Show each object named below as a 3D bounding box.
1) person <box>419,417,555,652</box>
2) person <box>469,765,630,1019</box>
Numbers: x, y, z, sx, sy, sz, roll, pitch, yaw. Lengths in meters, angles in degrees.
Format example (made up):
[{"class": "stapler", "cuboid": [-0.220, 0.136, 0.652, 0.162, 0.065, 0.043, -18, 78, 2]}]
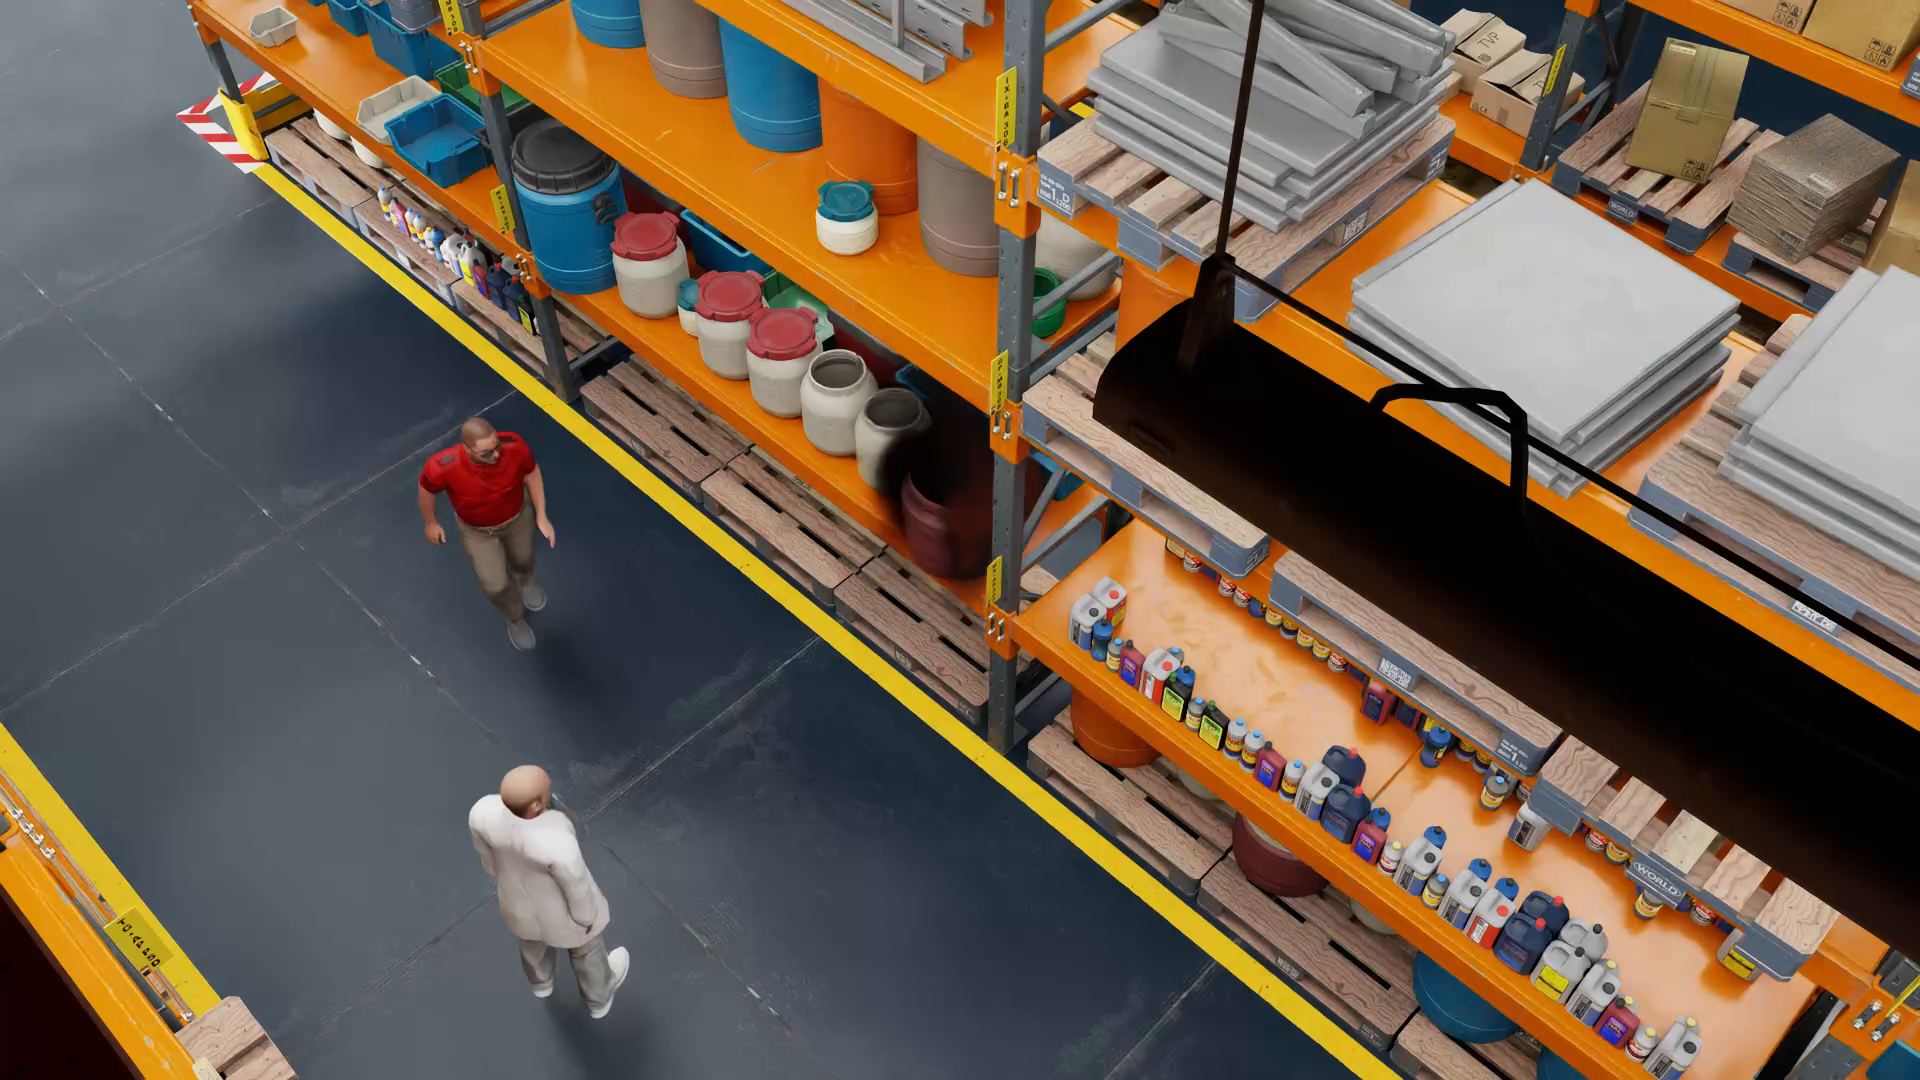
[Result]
[{"class": "person", "cuboid": [-2.564, -0.079, 9.073, 0.677, 1.826, 0.557, -14, 52, -12]}, {"class": "person", "cuboid": [-1.883, 1.590, 7.533, 0.590, 1.824, 0.423, 7, 50, 6]}]
